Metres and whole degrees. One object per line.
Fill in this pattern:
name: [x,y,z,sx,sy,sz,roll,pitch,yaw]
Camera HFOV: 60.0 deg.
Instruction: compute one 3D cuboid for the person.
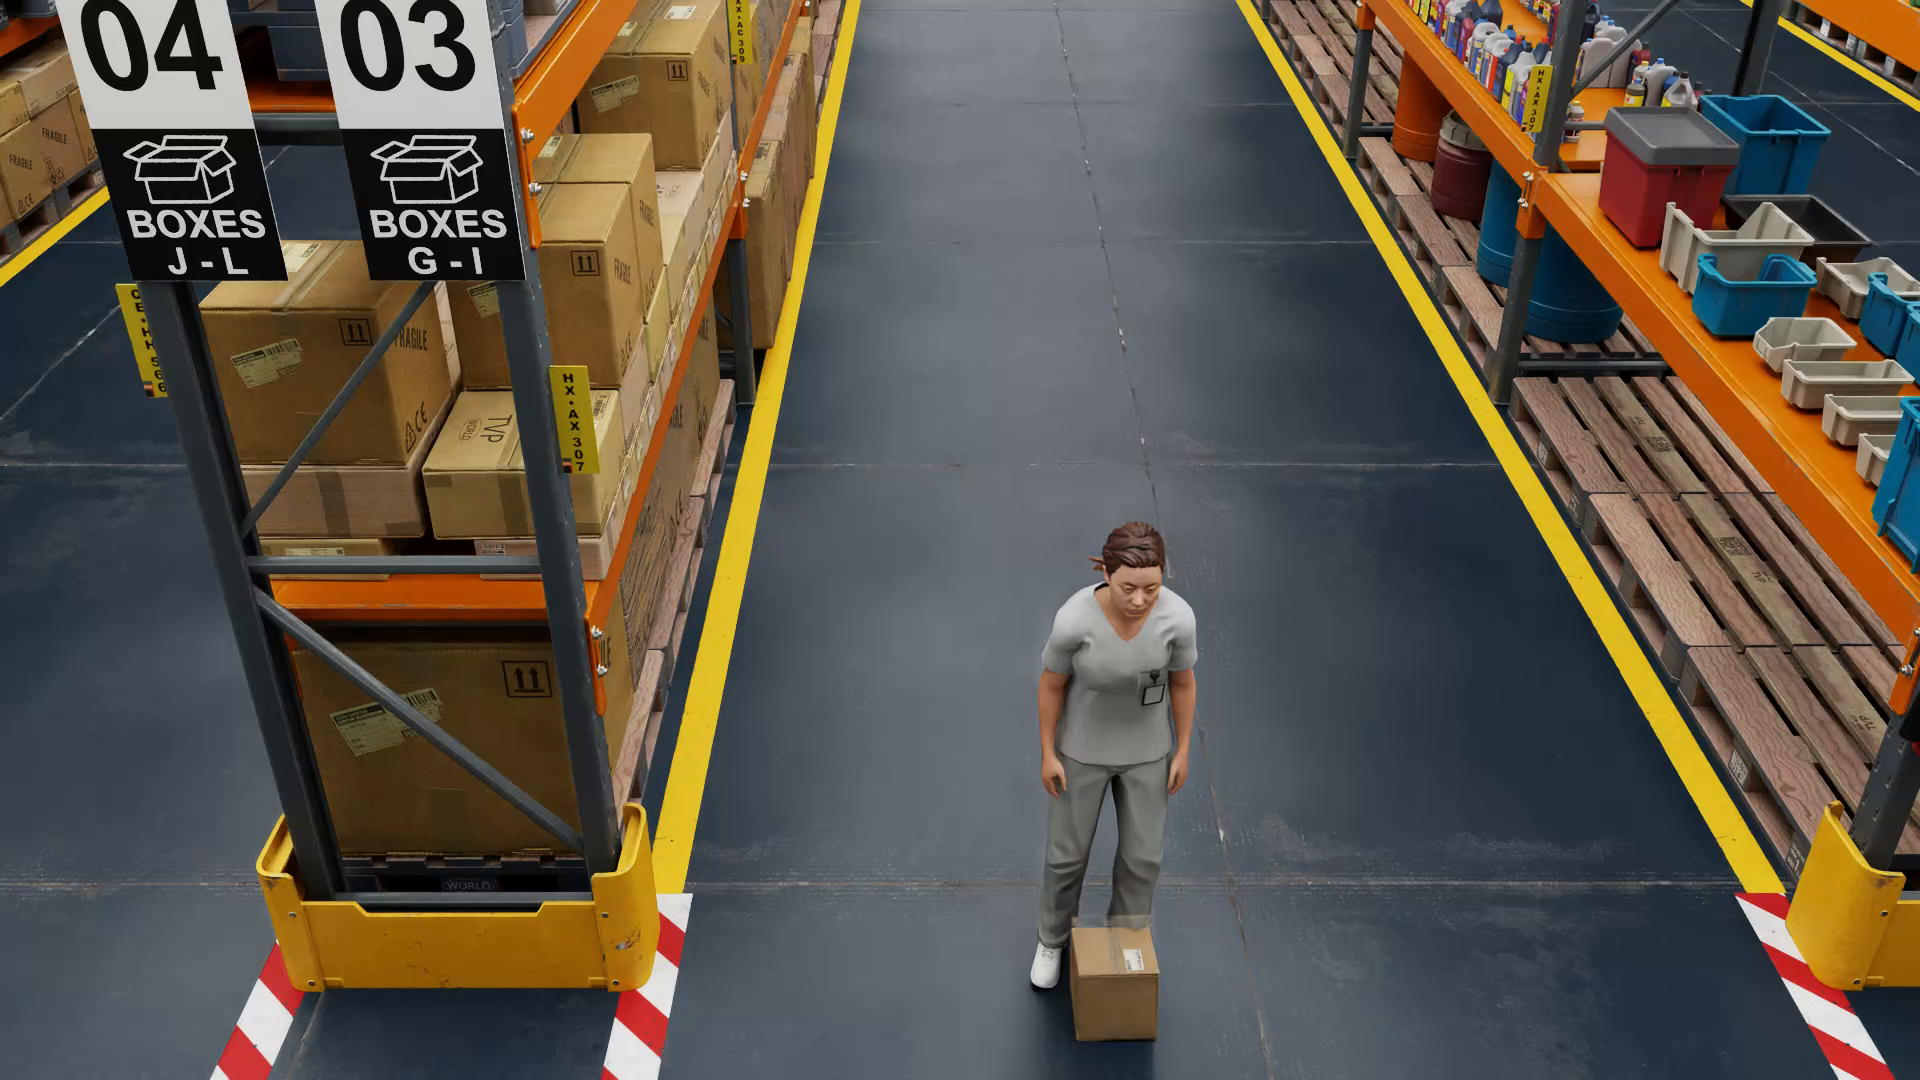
person: [0.470,0.670,5.049,0.487,1.673,0.415,-1,32,-2]
